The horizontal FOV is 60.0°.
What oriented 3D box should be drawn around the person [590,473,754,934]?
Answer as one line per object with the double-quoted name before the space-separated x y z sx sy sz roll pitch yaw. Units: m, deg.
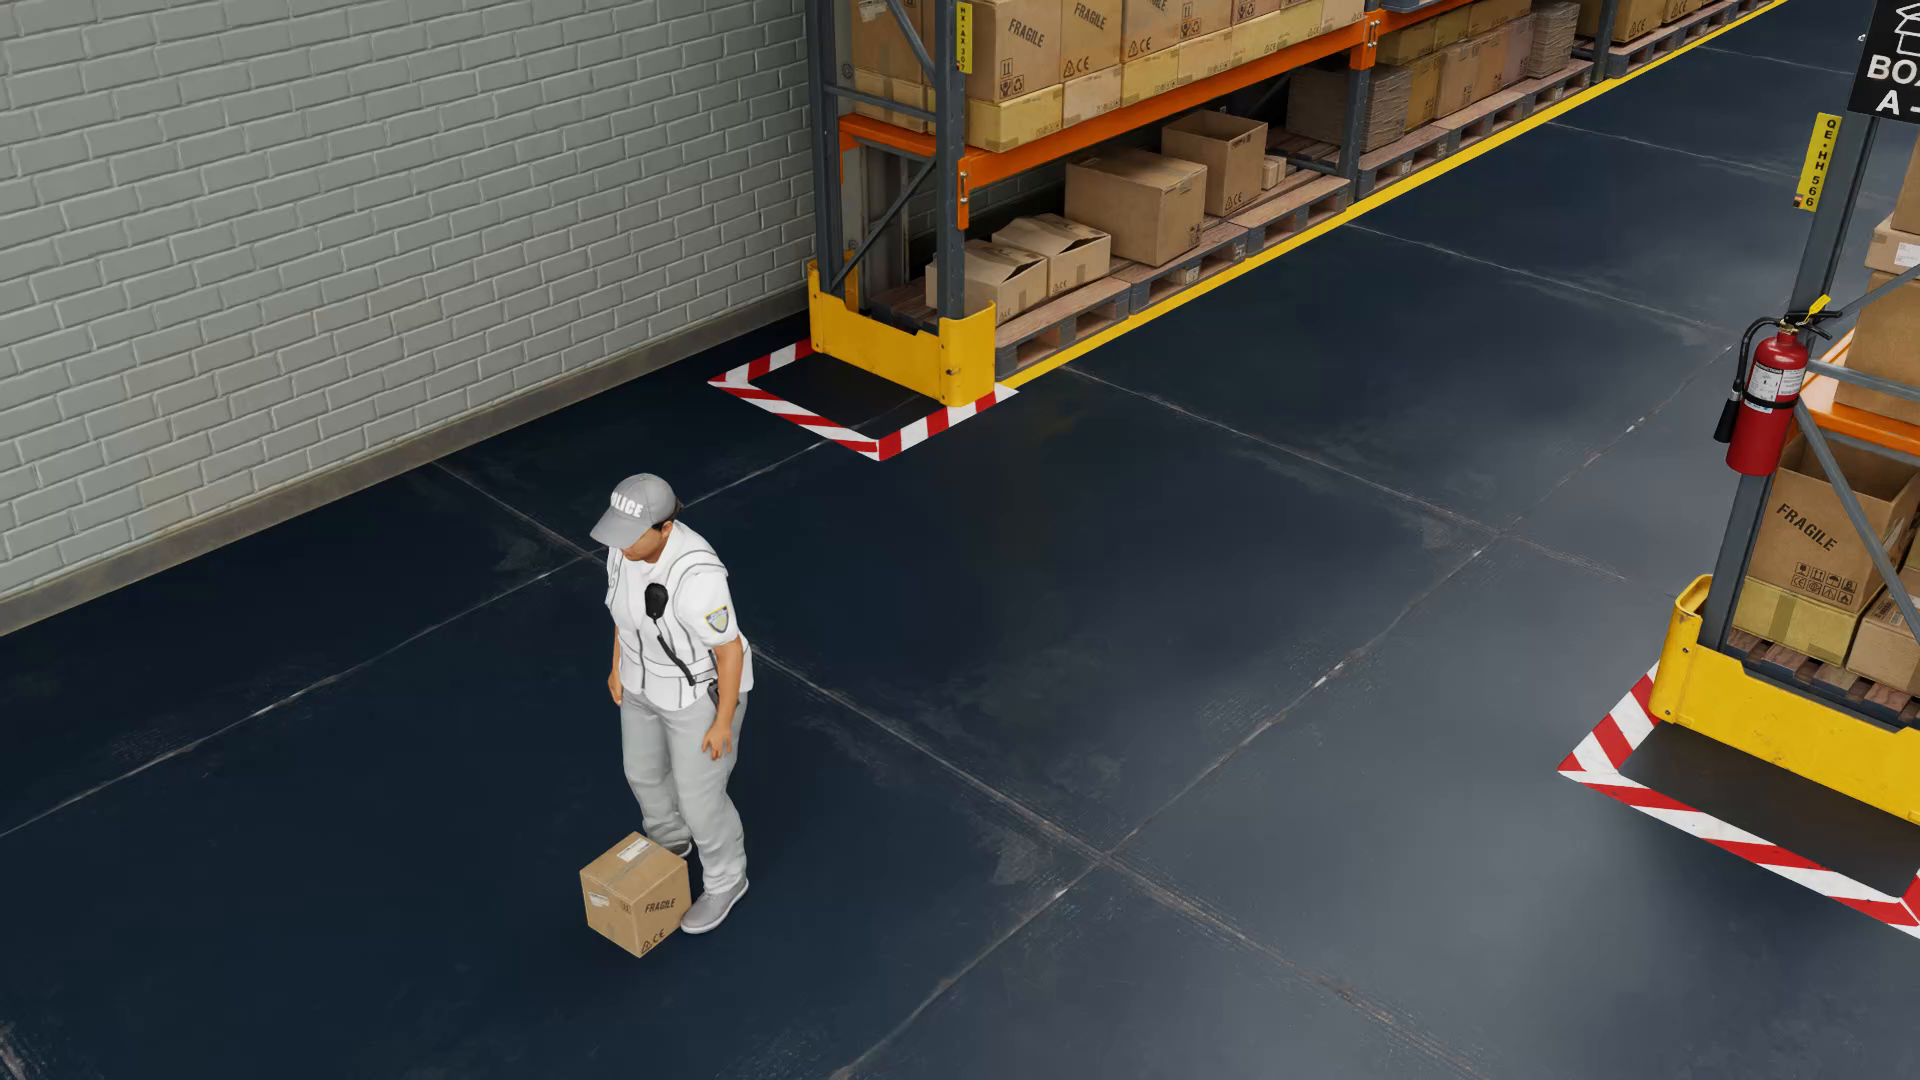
"person" -0.931 0.498 5.315 0.564 1.667 0.451 23 38 33
